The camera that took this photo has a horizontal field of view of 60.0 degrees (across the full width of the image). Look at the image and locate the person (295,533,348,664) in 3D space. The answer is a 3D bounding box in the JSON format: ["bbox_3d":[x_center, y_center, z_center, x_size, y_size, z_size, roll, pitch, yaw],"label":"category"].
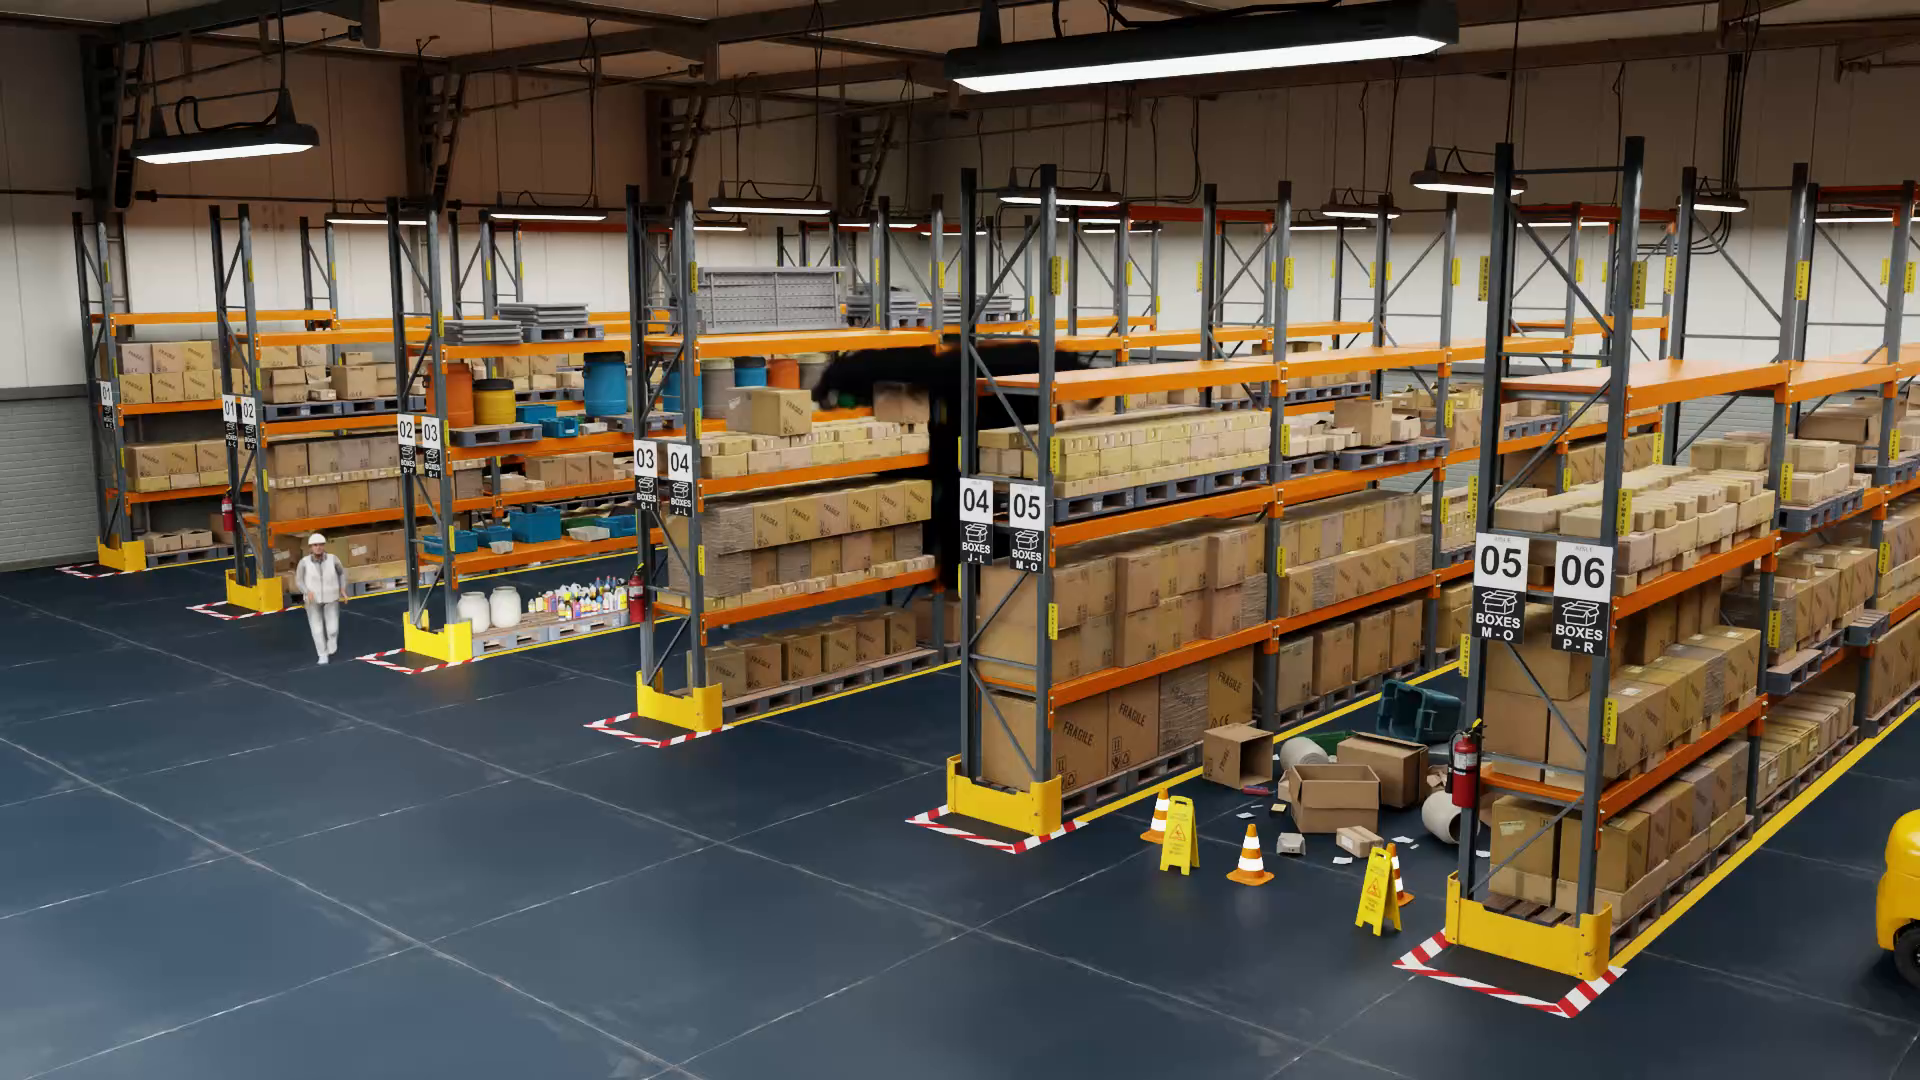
[{"bbox_3d":[-8.241,0.763,21.506,0.647,1.720,0.612,-4,10,-24],"label":"person"}]

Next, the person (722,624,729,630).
[{"bbox_3d":[-3.261,0.407,22.972,0.754,1.672,1.039,2,10,10],"label":"person"}]

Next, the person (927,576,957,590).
[{"bbox_3d":[-0.337,-0.091,25.950,0.648,1.765,0.728,6,11,30],"label":"person"}]
